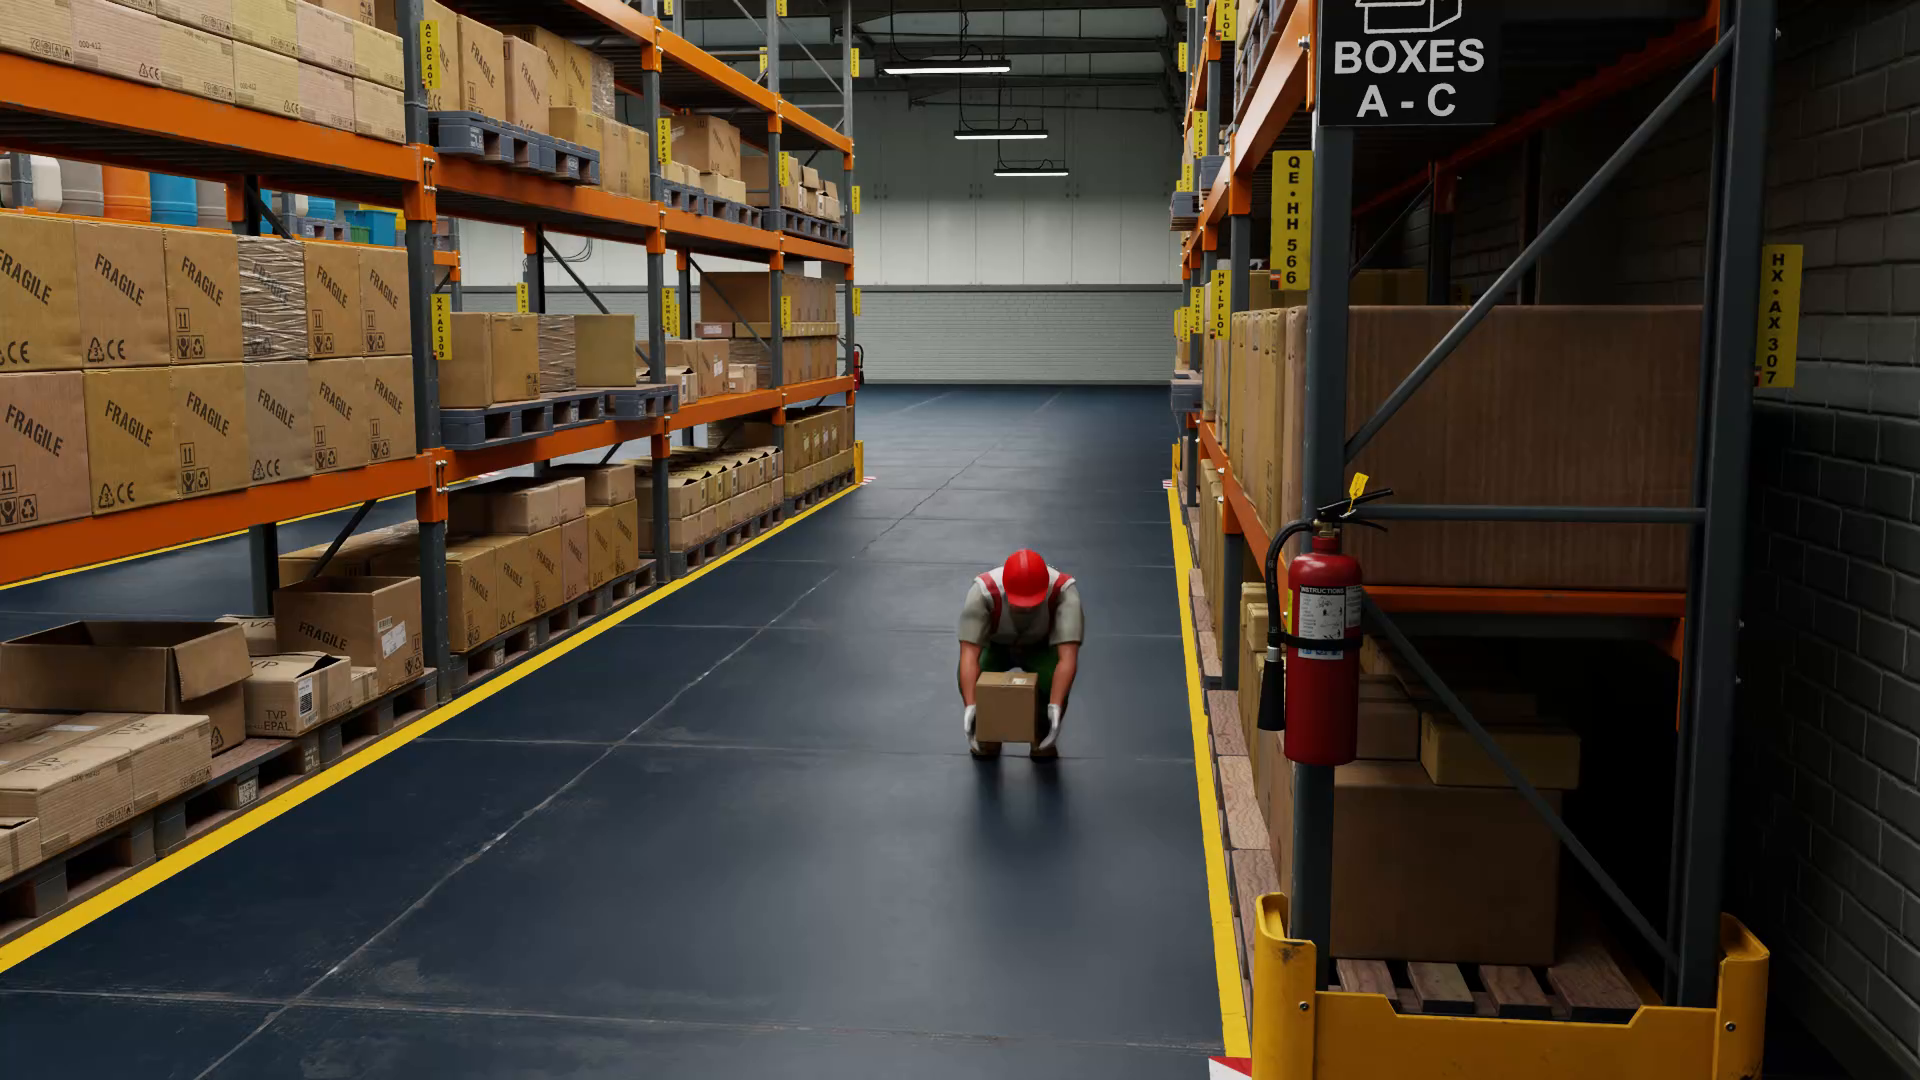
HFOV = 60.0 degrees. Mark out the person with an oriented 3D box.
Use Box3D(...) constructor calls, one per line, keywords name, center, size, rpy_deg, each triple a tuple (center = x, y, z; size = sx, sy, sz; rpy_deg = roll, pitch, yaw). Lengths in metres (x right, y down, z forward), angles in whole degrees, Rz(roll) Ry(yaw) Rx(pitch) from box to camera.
Box3D(name="person", center=(0.271, 0.498, 7.434), size=(0.573, 1.006, 0.884), rpy_deg=(1, 8, 6))
